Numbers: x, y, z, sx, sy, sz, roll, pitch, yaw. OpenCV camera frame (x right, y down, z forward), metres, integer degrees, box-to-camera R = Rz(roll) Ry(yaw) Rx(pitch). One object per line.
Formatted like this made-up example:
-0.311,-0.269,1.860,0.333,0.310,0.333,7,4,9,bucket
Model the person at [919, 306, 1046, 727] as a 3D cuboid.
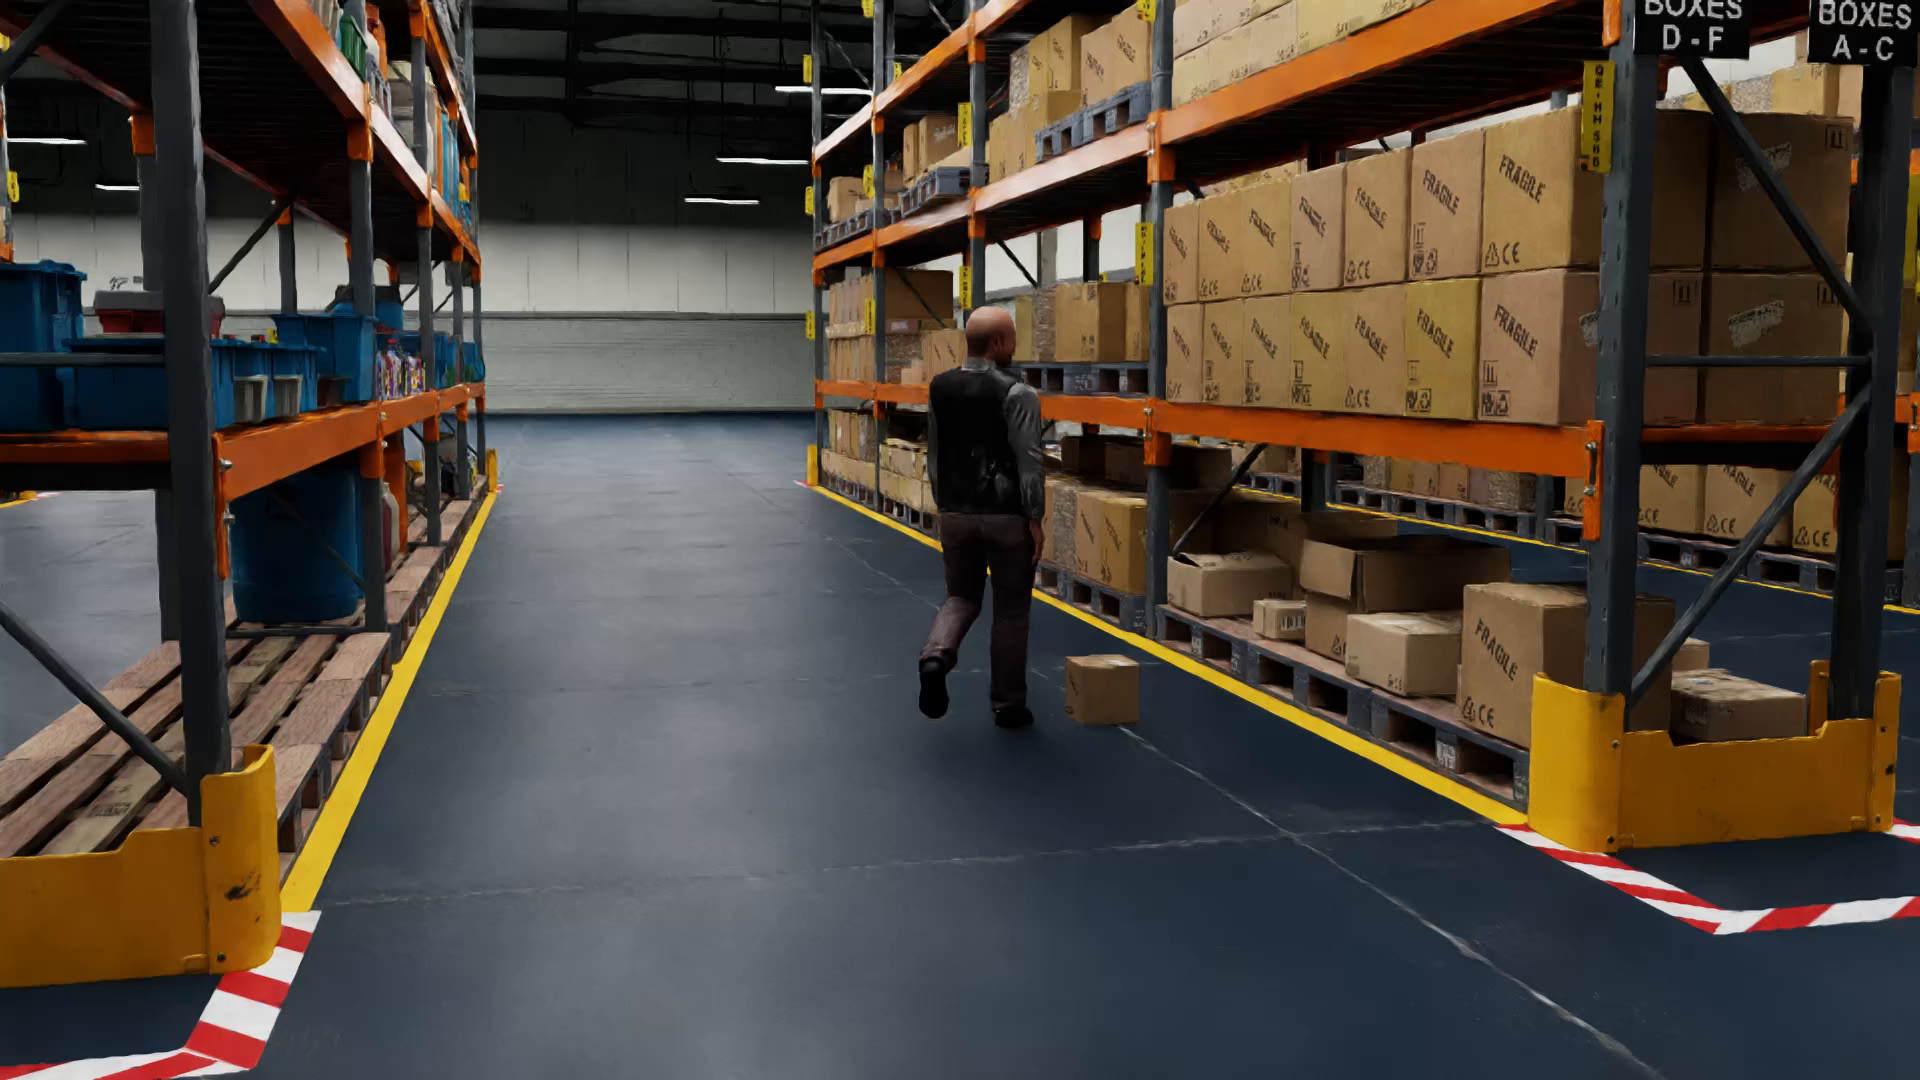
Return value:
0.116,-0.067,6.706,0.563,1.717,0.692,4,7,30,person
